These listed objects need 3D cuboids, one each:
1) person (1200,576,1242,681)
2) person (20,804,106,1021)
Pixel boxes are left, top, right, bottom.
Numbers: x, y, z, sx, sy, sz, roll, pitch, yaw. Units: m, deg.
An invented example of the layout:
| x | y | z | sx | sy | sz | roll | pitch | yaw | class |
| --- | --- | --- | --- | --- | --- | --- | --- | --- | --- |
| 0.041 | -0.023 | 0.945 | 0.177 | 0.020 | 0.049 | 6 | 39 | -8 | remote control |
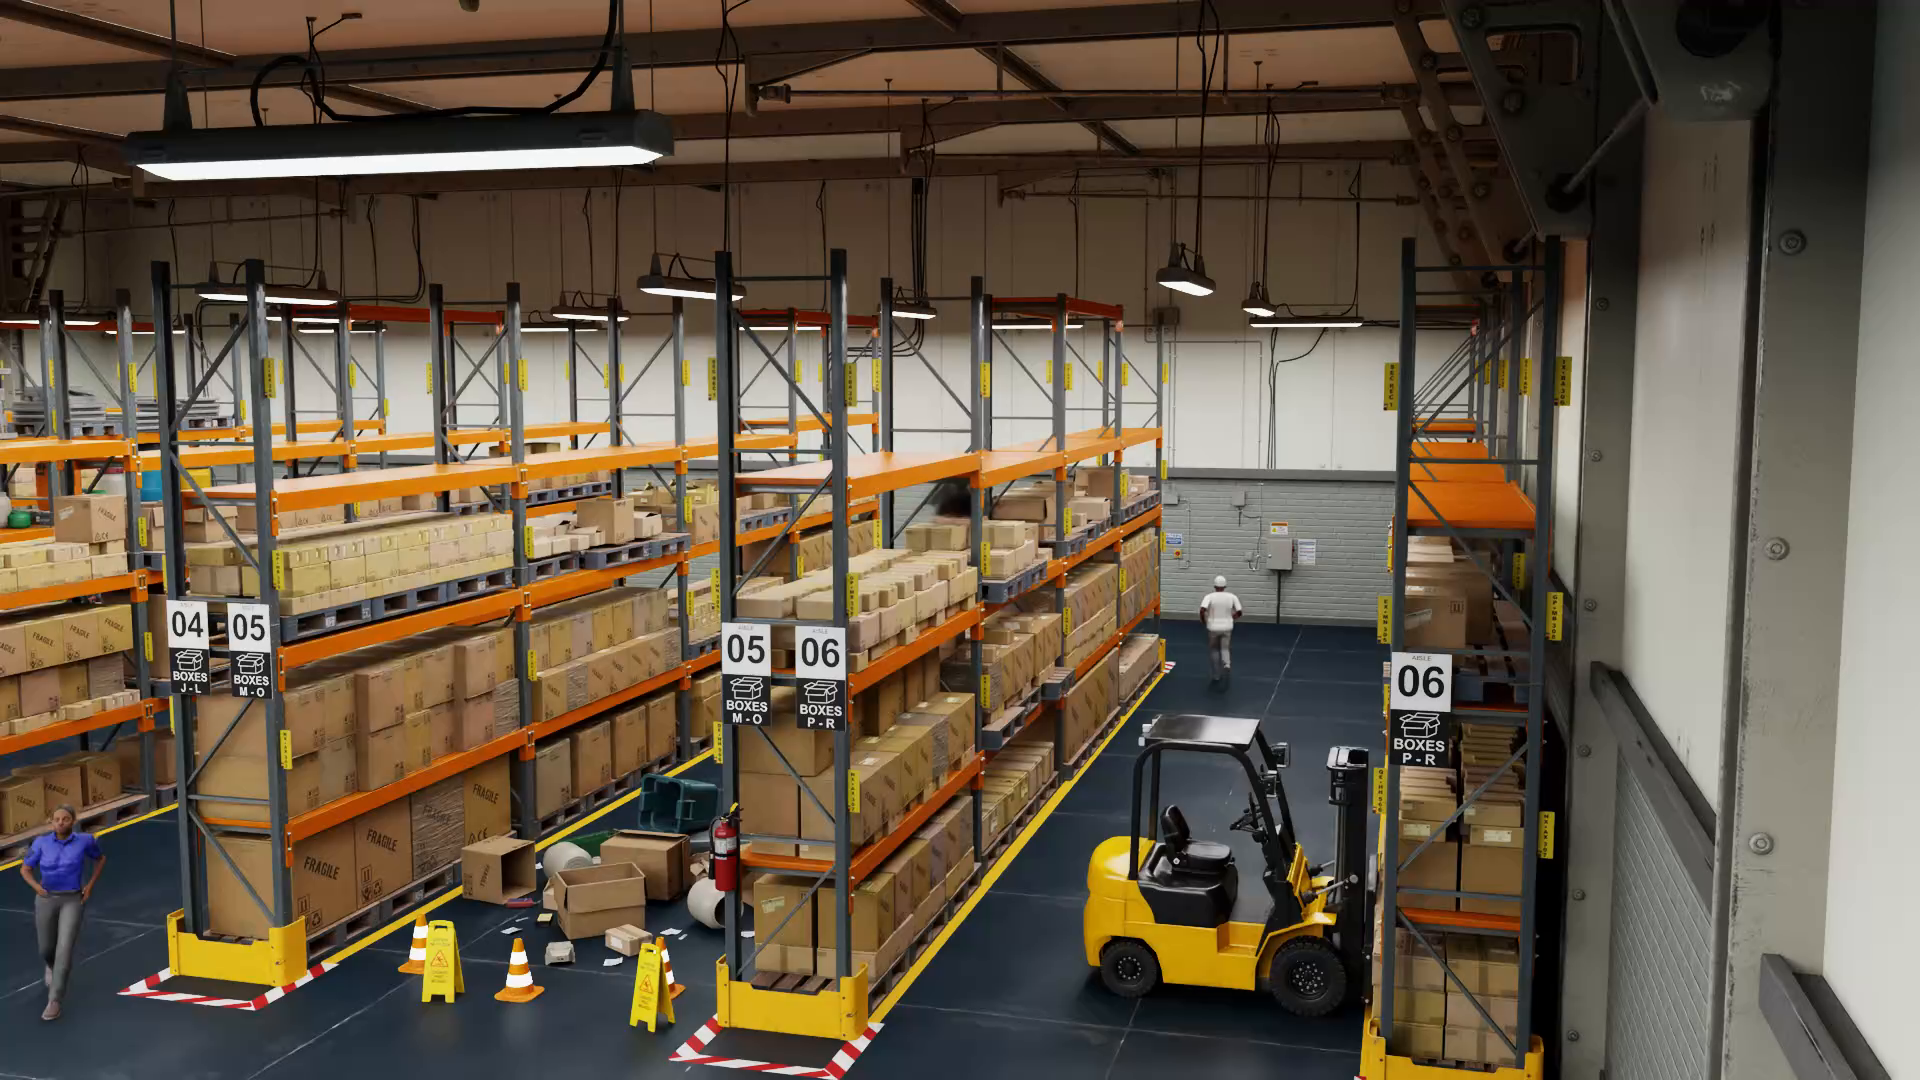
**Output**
| x | y | z | sx | sy | sz | roll | pitch | yaw | class |
| --- | --- | --- | --- | --- | --- | --- | --- | --- | --- |
| 4.209 | 1.451 | 26.922 | 0.698 | 1.752 | 0.948 | 0 | 6 | 3 | person |
| -7.234 | 2.935 | 13.440 | 0.598 | 1.650 | 0.839 | -2 | 6 | -20 | person |
